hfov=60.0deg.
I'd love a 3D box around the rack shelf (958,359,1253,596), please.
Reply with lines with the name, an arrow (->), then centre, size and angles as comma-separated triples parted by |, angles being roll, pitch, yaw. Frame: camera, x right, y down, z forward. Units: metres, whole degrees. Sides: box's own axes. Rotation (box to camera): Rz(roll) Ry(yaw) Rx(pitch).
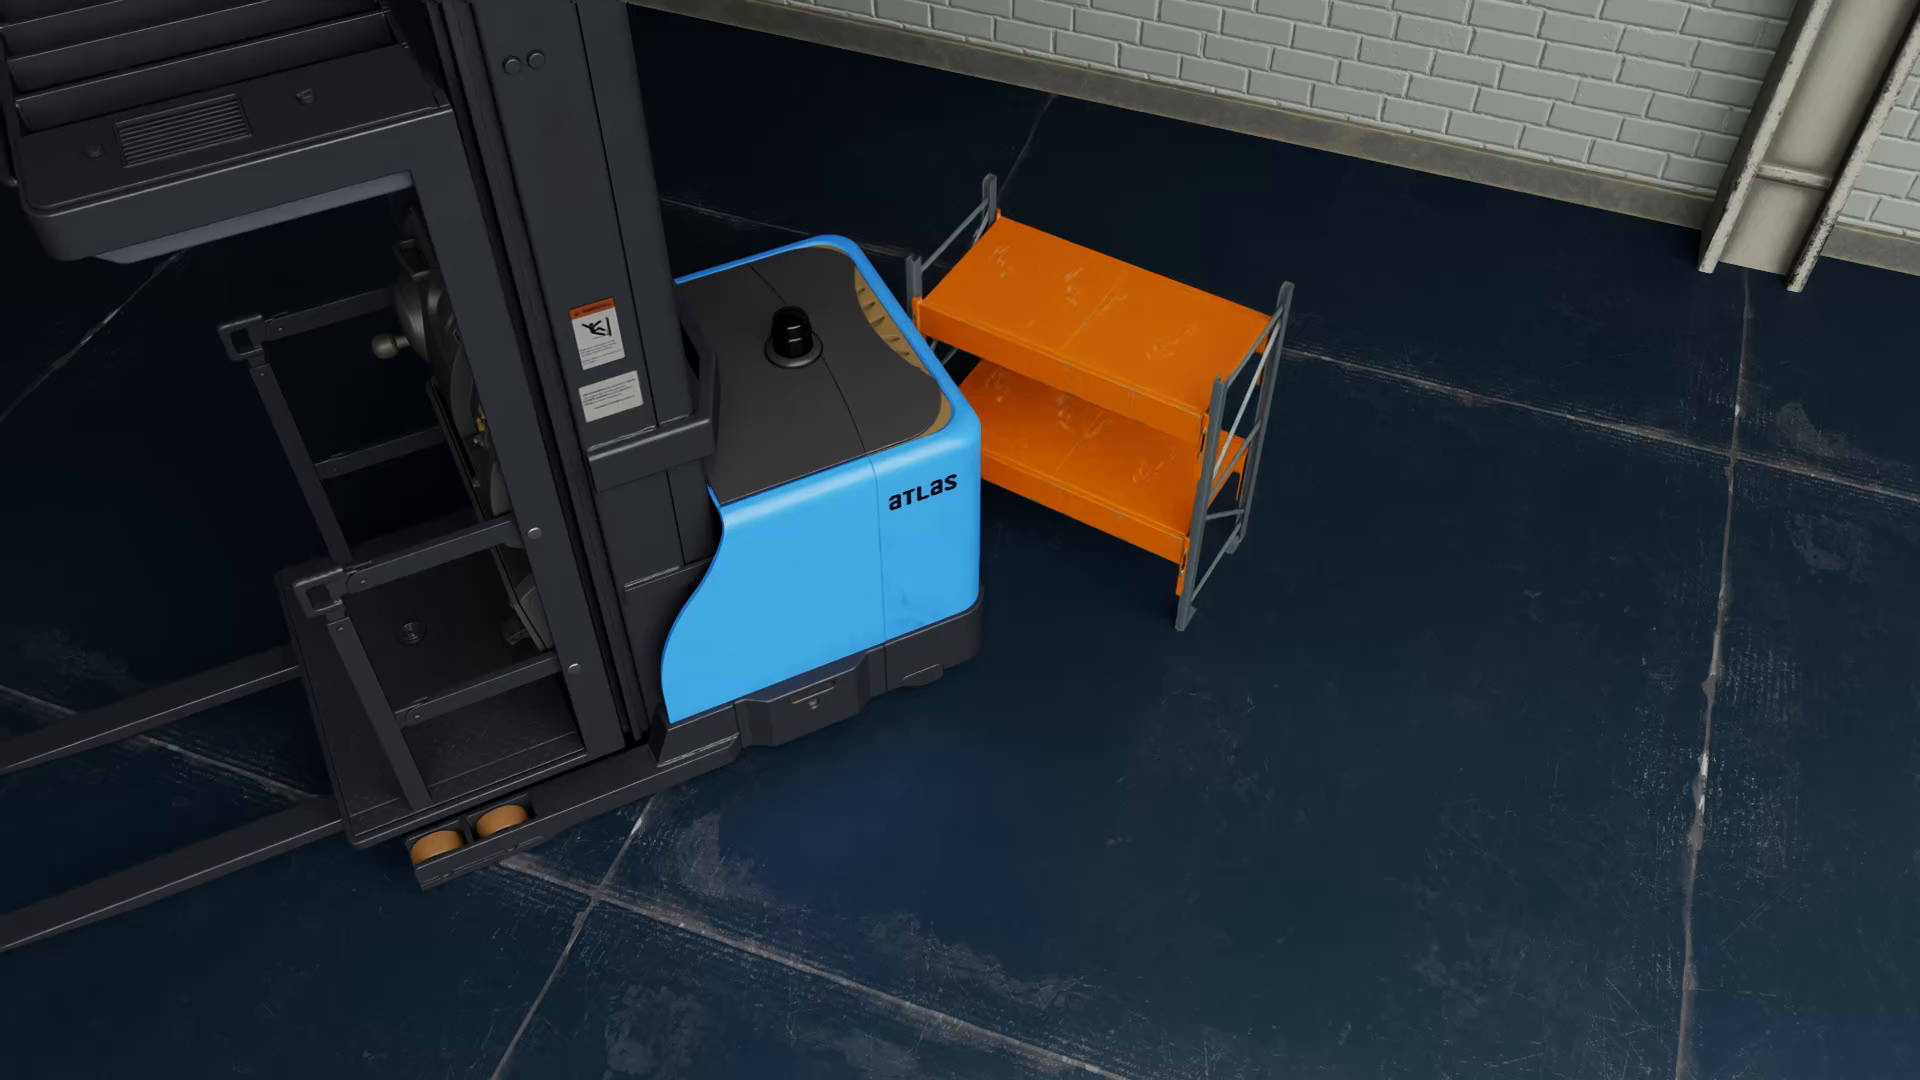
rack shelf -> 0.413, -0.270, 5.563 | 1.000, 0.278, 0.538 | 24, 53, 20

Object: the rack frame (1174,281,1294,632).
rack frame -> 0.849, -0.232, 5.207 | 0.032, 1.125, 0.500 | 24, 53, 20

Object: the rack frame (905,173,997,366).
rack frame -> -0.023, -0.627, 5.549 | 0.032, 1.125, 0.500 | 24, 53, 20

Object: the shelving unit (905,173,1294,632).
shelving unit -> 0.413, -0.430, 5.378 | 1.048, 1.125, 0.538 | 24, 53, 20

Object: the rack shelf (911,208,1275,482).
rack shelf -> 0.413, -0.621, 5.157 | 1.000, 0.278, 0.538 | 24, 53, 20

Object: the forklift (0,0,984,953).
forklift -> -1.480, -0.414, 4.169 | 3.031, 2.935, 1.130 | -20, 52, -17

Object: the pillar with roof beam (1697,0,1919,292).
pillar with roof beam -> 1.714, -1.038, 0.695 | 0.400, 9.000, 9.100 | 16, 51, 13
